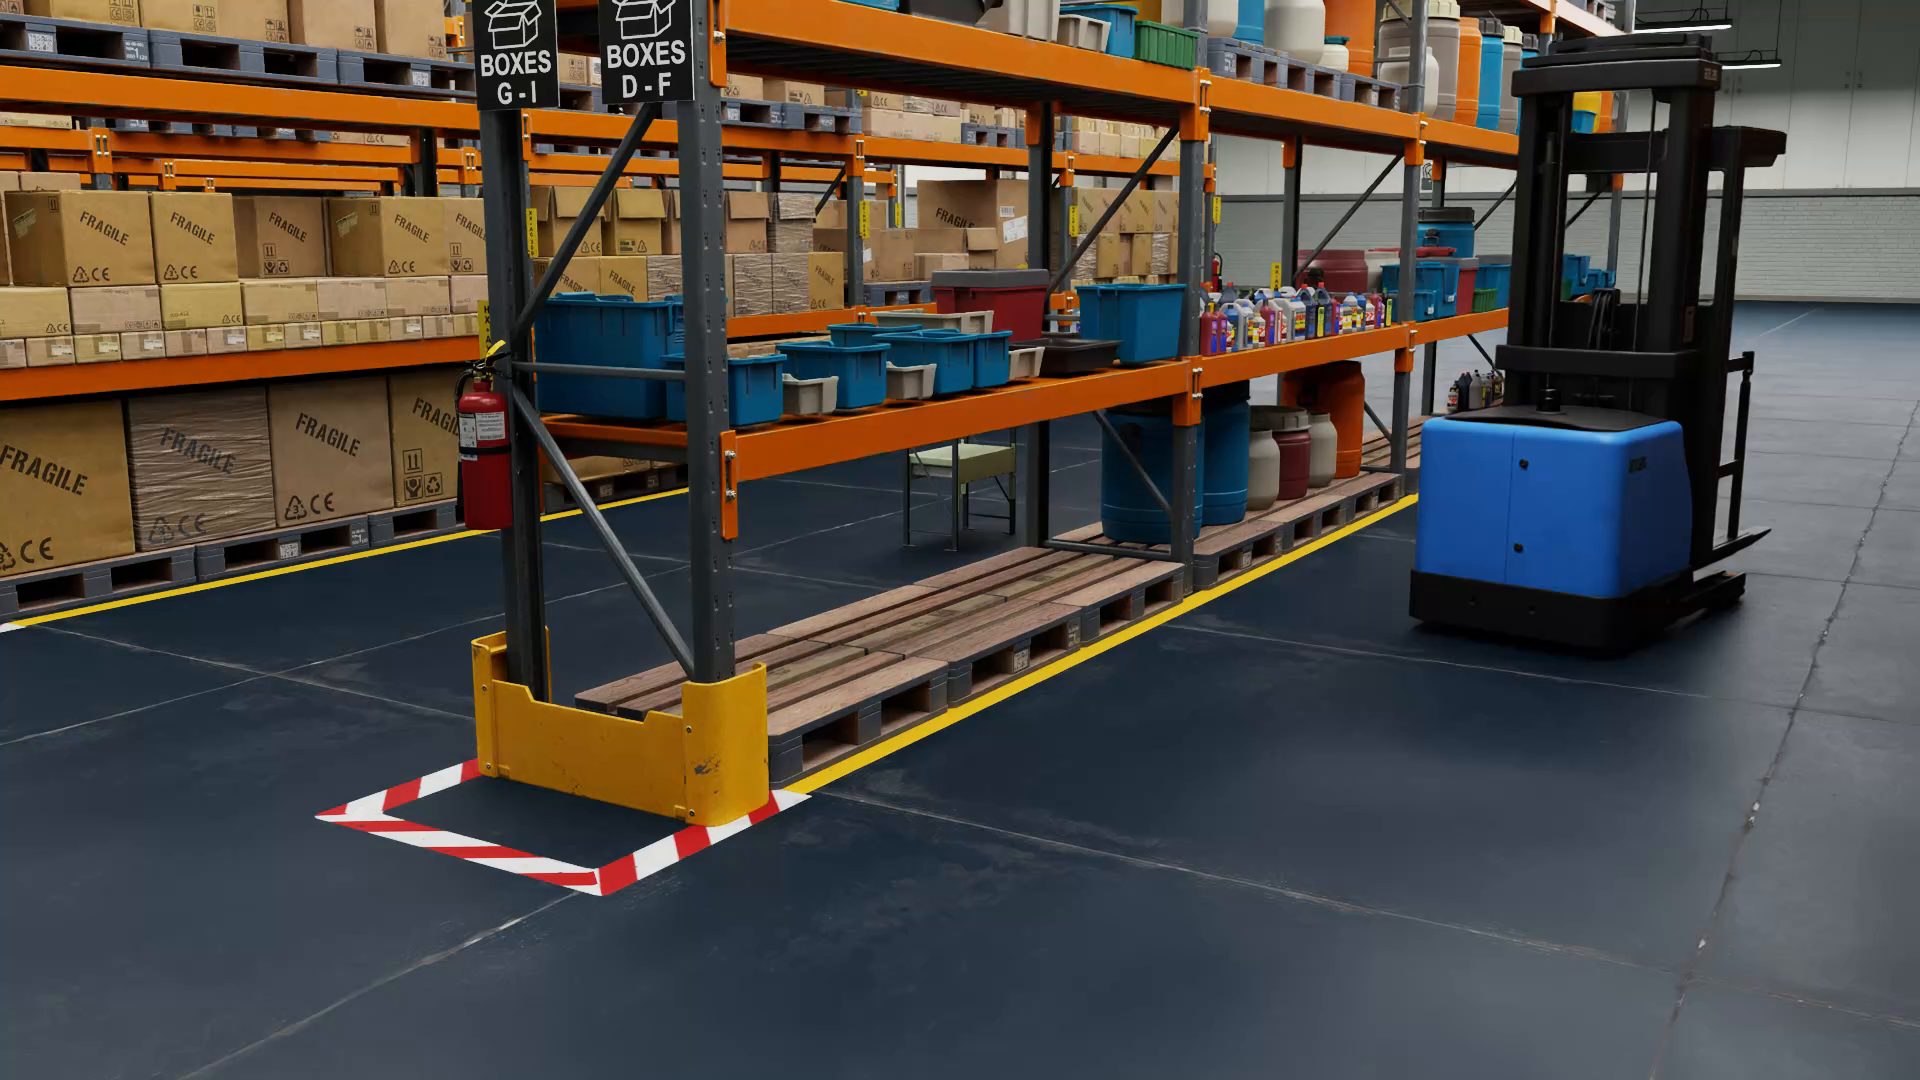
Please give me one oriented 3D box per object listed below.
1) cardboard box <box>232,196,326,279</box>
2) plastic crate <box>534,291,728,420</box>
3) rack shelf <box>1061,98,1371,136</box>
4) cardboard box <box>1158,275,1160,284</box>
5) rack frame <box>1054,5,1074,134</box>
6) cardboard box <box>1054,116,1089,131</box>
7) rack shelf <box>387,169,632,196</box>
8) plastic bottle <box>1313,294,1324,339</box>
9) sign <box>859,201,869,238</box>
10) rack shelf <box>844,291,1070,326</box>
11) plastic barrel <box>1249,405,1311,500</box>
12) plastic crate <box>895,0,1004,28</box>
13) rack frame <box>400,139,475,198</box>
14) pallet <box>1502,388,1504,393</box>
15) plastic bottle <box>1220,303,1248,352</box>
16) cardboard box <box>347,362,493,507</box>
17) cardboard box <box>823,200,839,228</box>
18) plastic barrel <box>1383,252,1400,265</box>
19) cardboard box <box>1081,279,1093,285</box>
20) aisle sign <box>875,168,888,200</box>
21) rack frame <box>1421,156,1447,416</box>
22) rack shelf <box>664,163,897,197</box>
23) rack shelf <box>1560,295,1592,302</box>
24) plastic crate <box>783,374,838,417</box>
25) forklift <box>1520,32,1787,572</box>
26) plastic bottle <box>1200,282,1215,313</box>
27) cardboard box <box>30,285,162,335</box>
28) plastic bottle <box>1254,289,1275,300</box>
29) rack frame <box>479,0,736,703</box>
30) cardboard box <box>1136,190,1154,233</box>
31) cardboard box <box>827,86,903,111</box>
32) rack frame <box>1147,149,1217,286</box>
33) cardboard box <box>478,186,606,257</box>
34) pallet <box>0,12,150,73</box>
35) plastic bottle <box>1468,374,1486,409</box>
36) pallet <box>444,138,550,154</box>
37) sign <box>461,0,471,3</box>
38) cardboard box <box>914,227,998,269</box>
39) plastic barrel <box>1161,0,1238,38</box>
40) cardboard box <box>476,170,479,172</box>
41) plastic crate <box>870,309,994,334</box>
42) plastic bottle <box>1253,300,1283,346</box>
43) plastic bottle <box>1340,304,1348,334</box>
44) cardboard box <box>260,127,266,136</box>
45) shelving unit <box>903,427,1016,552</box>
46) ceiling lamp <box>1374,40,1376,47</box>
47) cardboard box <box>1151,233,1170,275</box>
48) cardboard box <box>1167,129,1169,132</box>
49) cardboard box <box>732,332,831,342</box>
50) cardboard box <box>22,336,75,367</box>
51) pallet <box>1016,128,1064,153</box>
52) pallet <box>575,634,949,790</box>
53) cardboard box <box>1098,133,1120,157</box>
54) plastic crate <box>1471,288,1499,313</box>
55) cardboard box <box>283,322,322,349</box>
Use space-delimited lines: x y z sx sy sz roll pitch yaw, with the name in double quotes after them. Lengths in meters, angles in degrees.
-4.392 -1.915 10.507 0.500 0.500 0.500 6 12 29 "cardboard box"
-1.226 -0.699 6.190 0.616 0.435 0.499 6 12 31 "plastic crate"
1.875 -2.716 10.640 0.831 0.071 3.687 6 12 31 "rack shelf"
2.227 -3.185 20.411 0.380 0.149 0.250 6 12 31 "cardboard box"
0.757 -5.891 17.879 1.000 3.000 0.127 6 12 31 "rack frame"
1.189 -4.560 18.248 0.380 0.149 0.250 6 12 29 "cardboard box"
-6.674 -5.324 24.958 1.077 0.370 4.000 6 12 31 "rack shelf"
2.309 -1.448 10.769 0.061 0.283 0.133 6 12 31 "plastic bottle"
-0.844 -2.829 14.684 0.100 0.325 0.005 6 12 31 "sign"
-0.281 -2.274 16.817 1.077 0.370 4.000 6 12 31 "rack shelf"
2.088 -0.604 11.358 0.600 0.588 0.708 6 12 31 "plastic barrel"
-0.212 -2.239 6.695 0.504 0.338 0.767 6 12 31 "plastic crate"
-5.506 -2.802 17.687 1.000 3.000 0.127 6 12 31 "rack frame"
6.641 -1.583 18.753 1.003 0.211 1.213 6 12 31 "pallet"
1.593 -1.243 9.696 0.152 0.276 0.135 6 12 31 "plastic bottle"
-3.808 -0.750 11.354 0.875 0.875 0.875 6 12 31 "cardboard box"
-2.192 -4.440 23.092 0.875 0.550 0.550 6 12 31 "cardboard box"
3.484 -2.143 13.860 0.421 0.512 0.421 0 11 0 "plastic barrel"
1.267 -2.861 18.684 0.380 0.149 0.250 6 12 31 "cardboard box"
-1.060 -5.321 24.074 0.394 0.787 0.004 6 12 31 "aisle sign"
4.990 -2.469 15.903 1.000 3.000 0.127 6 12 31 "rack frame"
-2.391 -4.867 22.517 1.077 0.370 4.000 6 12 31 "rack shelf"
6.028 -2.430 17.650 1.077 0.370 4.000 6 12 31 "rack shelf"
-0.593 -0.531 6.108 0.250 0.136 0.298 6 12 31 "plastic crate"
3.639 -1.127 8.922 1.121 2.935 3.031 9 14 41 "forklift"
1.606 -1.535 11.052 0.144 0.351 0.185 6 12 31 "plastic bottle"
-4.729 -1.259 9.042 0.500 0.250 0.500 6 12 30 "cardboard box"
2.172 -1.669 11.967 0.152 0.276 0.135 6 12 31 "plastic bottle"
-1.240 -0.581 5.822 1.000 3.000 0.127 6 12 31 "rack frame"
1.976 -3.912 19.817 0.500 0.500 0.500 6 12 31 "cardboard box"
-0.856 -4.131 15.003 0.500 0.500 0.500 7 12 31 "cardboard box"
2.834 -3.571 21.791 1.000 3.000 0.127 6 12 31 "rack frame"
-3.072 -2.327 12.150 0.797 0.503 0.637 6 12 29 "cardboard box"
-5.097 -2.603 8.711 1.003 0.211 1.213 6 12 31 "pallet"
5.201 -1.498 16.721 0.144 0.351 0.185 6 12 31 "plastic bottle"
-5.218 -4.290 17.996 1.213 0.211 1.003 7 13 33 "pallet"
-1.719 -2.054 5.823 0.100 0.325 0.005 6 12 31 "sign"
-0.064 -2.918 16.879 0.797 0.503 0.637 8 13 36 "cardboard box"
1.324 -3.017 9.170 0.433 0.535 0.433 0 11 0 "plastic barrel"
-7.123 -5.350 23.828 0.380 0.149 0.250 6 12 31 "cardboard box"
-0.114 -0.959 7.999 0.437 0.282 0.530 6 12 31 "plastic crate"
1.883 -1.331 10.166 0.152 0.276 0.135 6 12 31 "plastic bottle"
2.569 -1.493 11.232 0.097 0.201 0.097 0 11 0 "plastic bottle"
-6.539 -4.103 16.211 0.500 0.500 0.500 6 12 31 "cardboard box"
0.003 -0.738 10.736 0.431 1.500 0.755 6 12 31 "shelving unit"
8.203 -12.304 36.272 2.000 3.185 0.800 6 12 31 "ceiling lamp"
2.071 -3.518 20.427 0.875 0.500 0.500 6 12 31 "cardboard box"
2.327 -4.942 20.288 0.380 0.149 0.250 7 12 31 "cardboard box"
-1.696 -1.368 14.658 1.225 0.875 0.875 6 12 28 "cardboard box"
-4.875 -0.996 8.719 0.380 0.149 0.250 6 12 30 "cardboard box"
0.345 -4.237 17.708 1.213 0.211 1.003 6 12 31 "pallet"
-0.779 0.663 6.752 1.003 0.211 1.213 6 12 31 "pallet"
1.480 -4.472 18.863 0.500 0.250 0.500 6 12 30 "cardboard box"
4.327 -2.064 14.316 0.450 0.188 0.662 6 12 31 "plastic crate"
-4.075 -1.239 10.017 0.380 0.149 0.250 7 12 32 "cardboard box"
